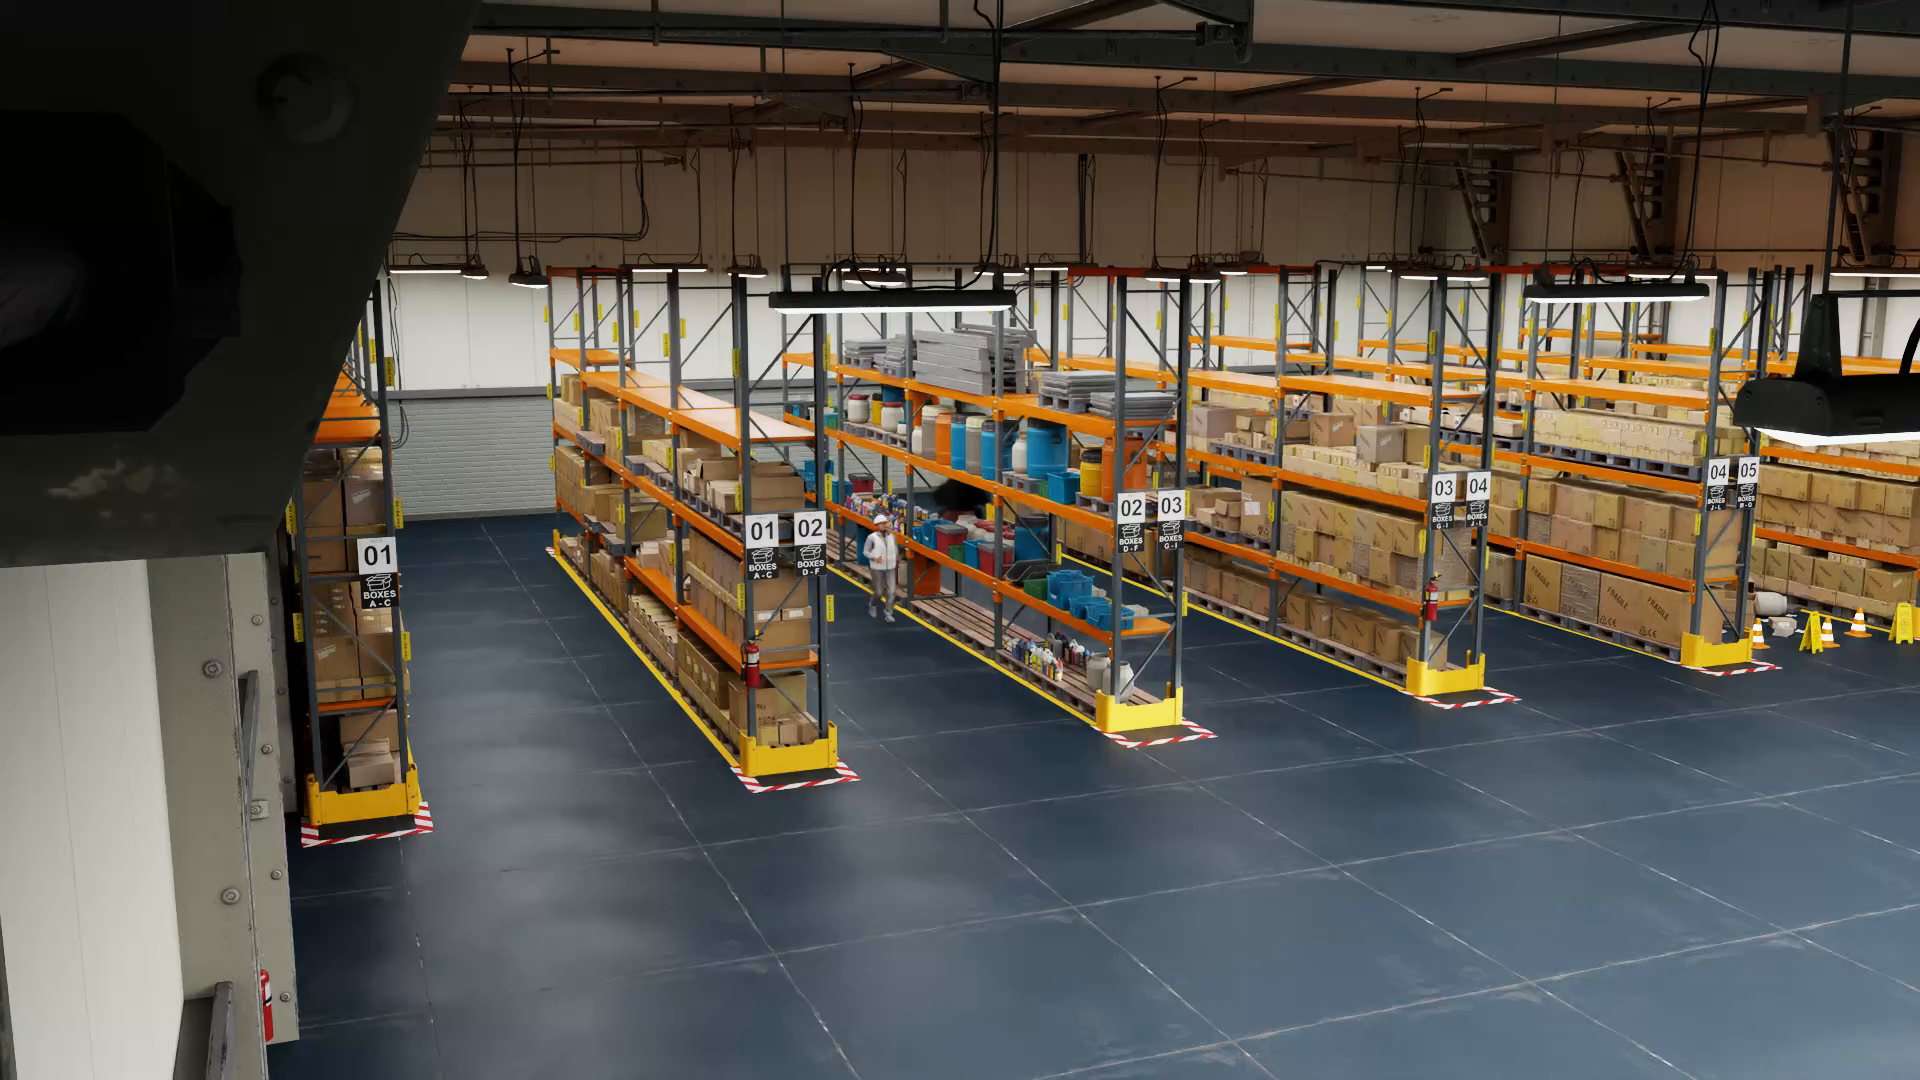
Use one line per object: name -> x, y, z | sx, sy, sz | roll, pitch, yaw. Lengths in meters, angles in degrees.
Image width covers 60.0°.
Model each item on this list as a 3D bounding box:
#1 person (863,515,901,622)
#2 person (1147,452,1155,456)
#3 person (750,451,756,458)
person -> -1.258, 0.462, 27.323 | 0.669, 1.753, 0.697 | -5, 11, -25
person -> 4.404, -1.261, 39.191 | 0.646, 1.619, 0.513 | 0, 10, -2
person -> -4.928, -1.194, 38.431 | 0.948, 1.767, 0.710 | -2, 10, -10
